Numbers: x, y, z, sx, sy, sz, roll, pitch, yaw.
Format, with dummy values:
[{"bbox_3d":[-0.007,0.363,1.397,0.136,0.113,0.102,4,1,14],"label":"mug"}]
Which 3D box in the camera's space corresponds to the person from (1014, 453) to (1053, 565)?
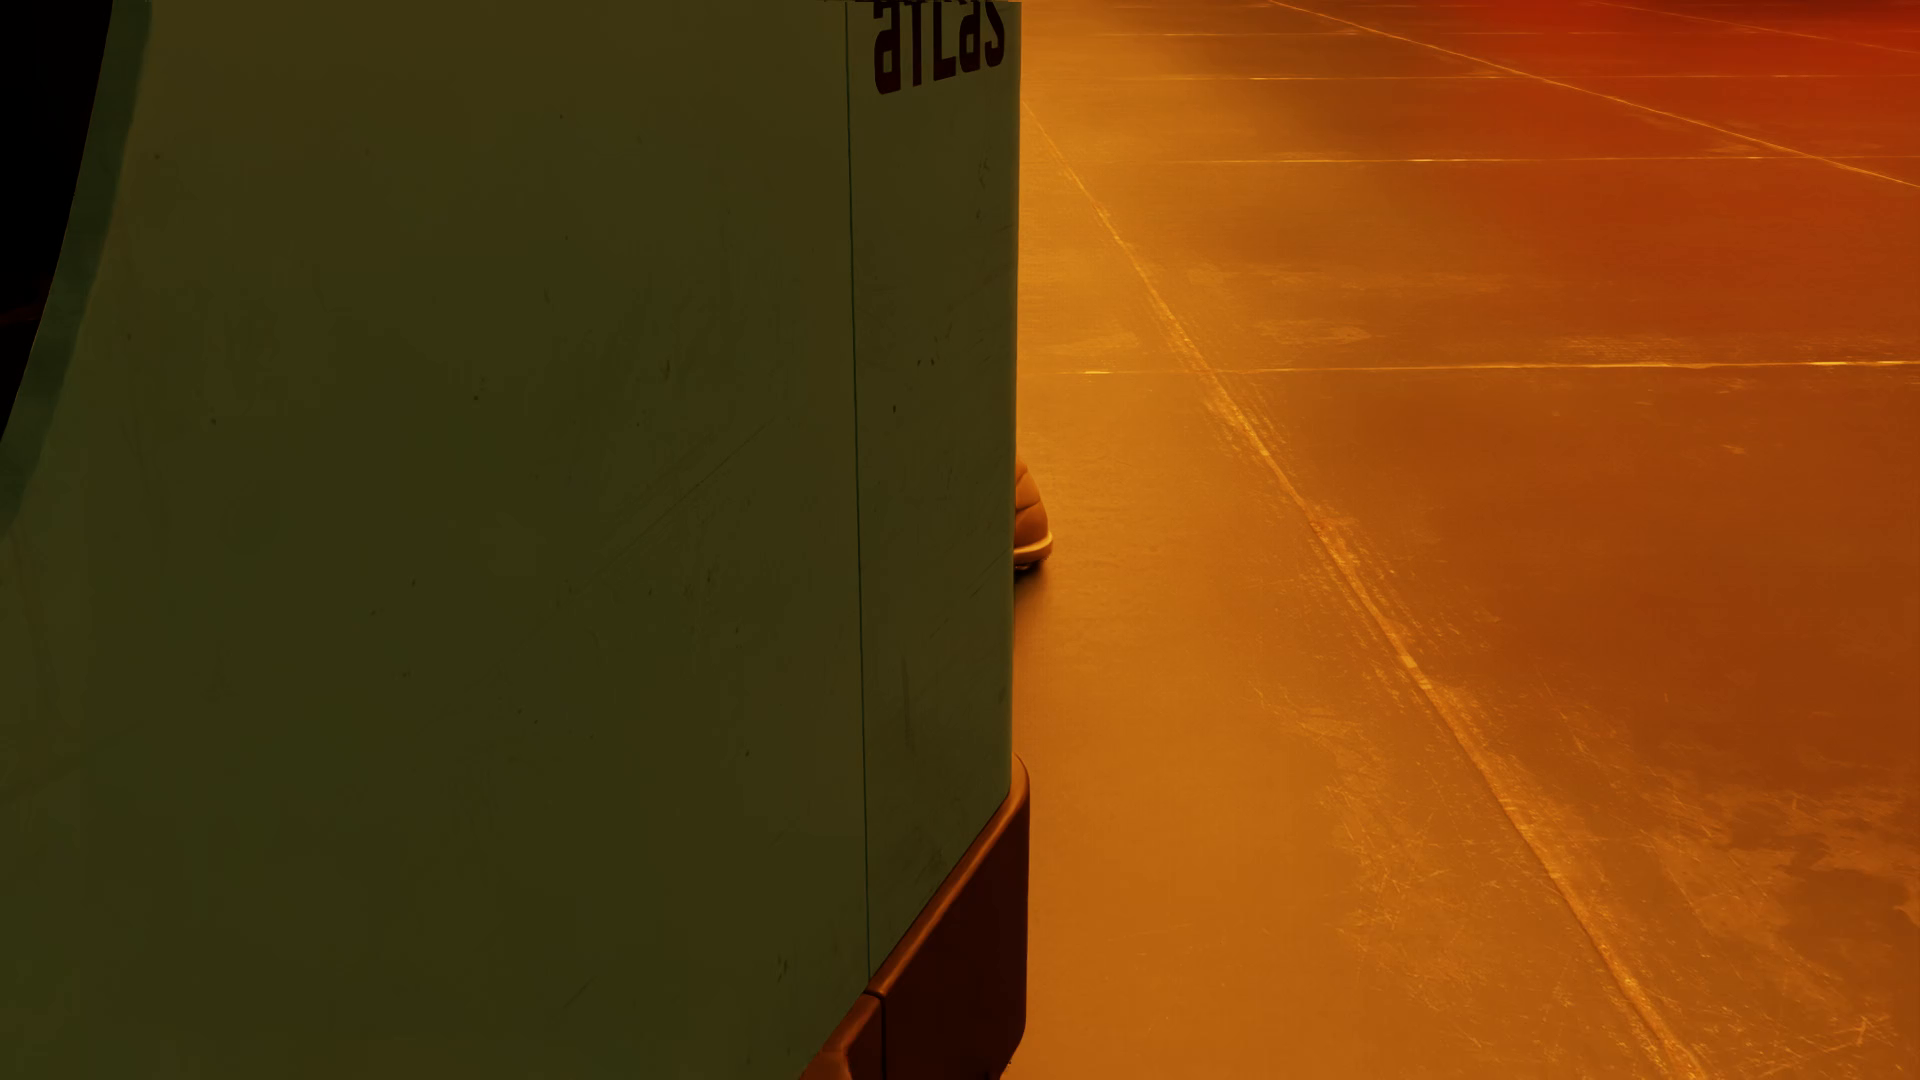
[{"bbox_3d":[-0.251,-0.817,2.550,0.811,1.660,0.722,1,21,2],"label":"person"}]
